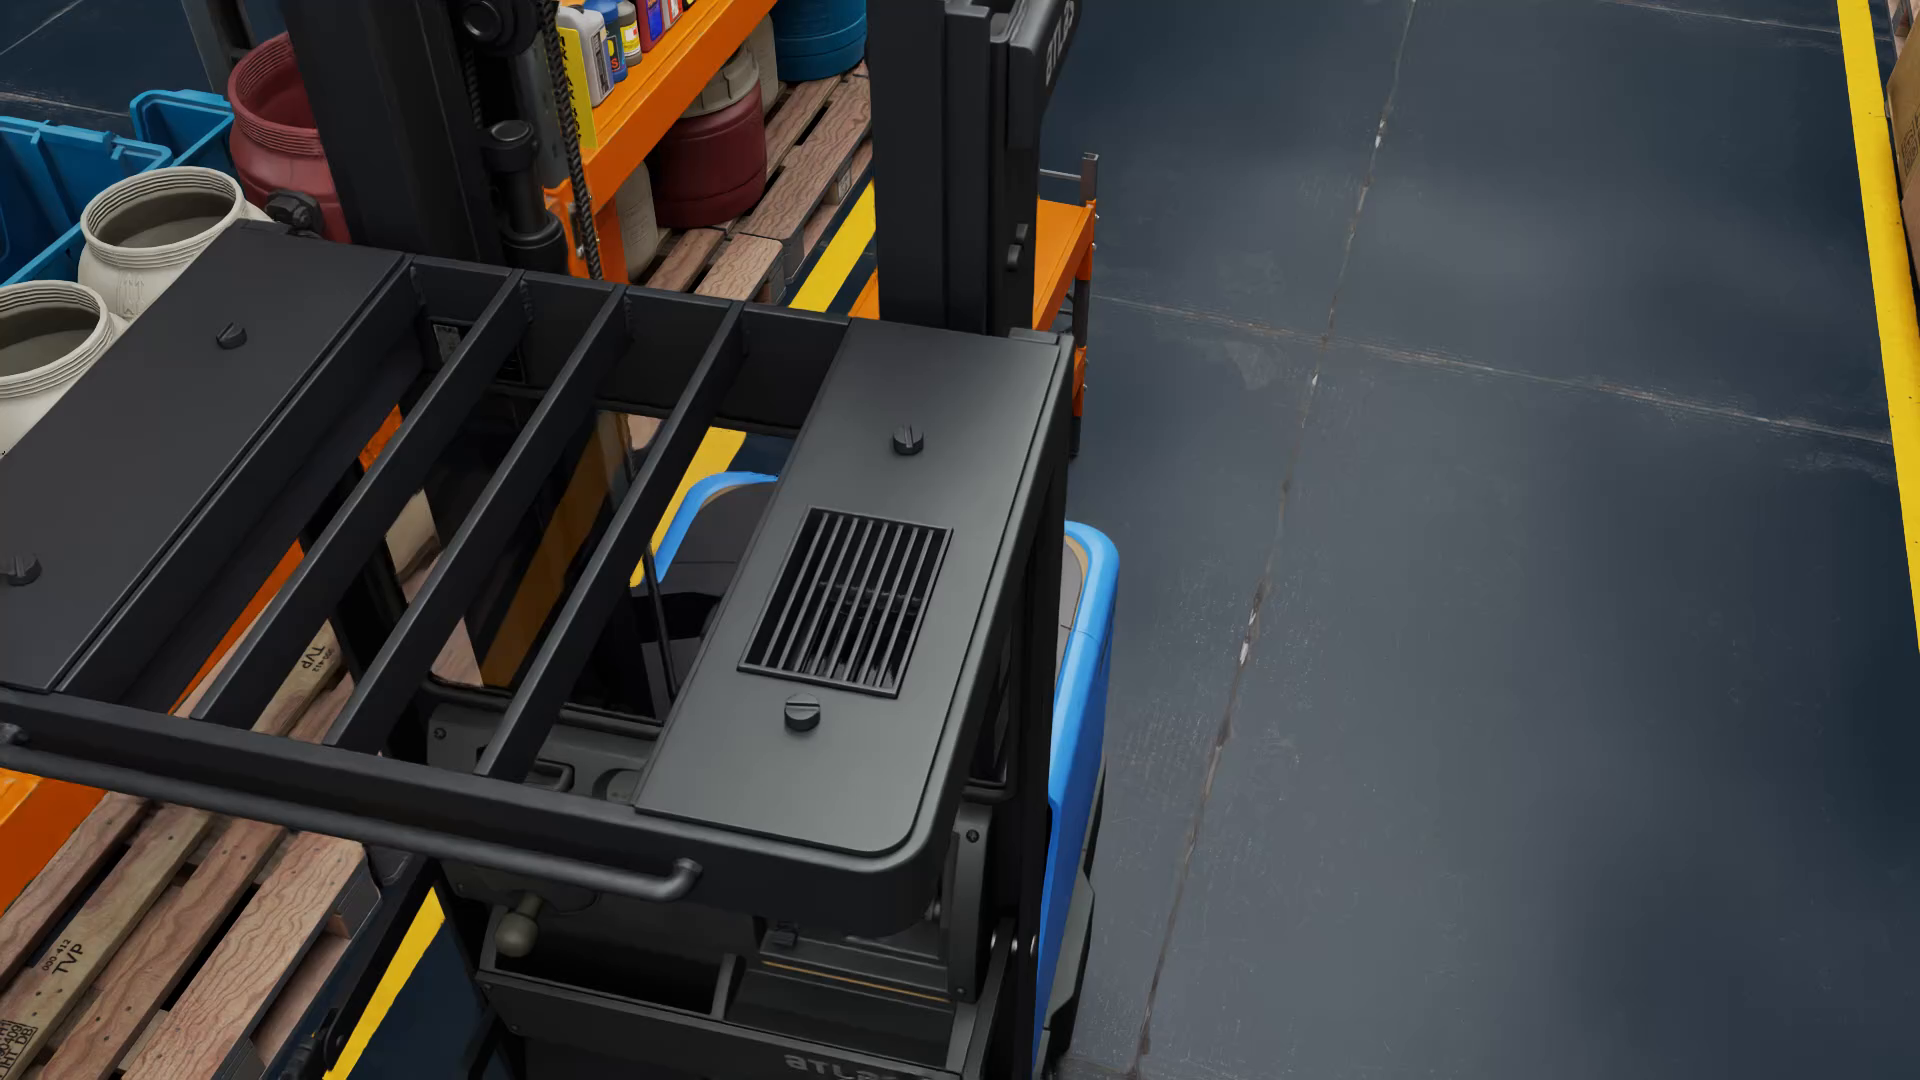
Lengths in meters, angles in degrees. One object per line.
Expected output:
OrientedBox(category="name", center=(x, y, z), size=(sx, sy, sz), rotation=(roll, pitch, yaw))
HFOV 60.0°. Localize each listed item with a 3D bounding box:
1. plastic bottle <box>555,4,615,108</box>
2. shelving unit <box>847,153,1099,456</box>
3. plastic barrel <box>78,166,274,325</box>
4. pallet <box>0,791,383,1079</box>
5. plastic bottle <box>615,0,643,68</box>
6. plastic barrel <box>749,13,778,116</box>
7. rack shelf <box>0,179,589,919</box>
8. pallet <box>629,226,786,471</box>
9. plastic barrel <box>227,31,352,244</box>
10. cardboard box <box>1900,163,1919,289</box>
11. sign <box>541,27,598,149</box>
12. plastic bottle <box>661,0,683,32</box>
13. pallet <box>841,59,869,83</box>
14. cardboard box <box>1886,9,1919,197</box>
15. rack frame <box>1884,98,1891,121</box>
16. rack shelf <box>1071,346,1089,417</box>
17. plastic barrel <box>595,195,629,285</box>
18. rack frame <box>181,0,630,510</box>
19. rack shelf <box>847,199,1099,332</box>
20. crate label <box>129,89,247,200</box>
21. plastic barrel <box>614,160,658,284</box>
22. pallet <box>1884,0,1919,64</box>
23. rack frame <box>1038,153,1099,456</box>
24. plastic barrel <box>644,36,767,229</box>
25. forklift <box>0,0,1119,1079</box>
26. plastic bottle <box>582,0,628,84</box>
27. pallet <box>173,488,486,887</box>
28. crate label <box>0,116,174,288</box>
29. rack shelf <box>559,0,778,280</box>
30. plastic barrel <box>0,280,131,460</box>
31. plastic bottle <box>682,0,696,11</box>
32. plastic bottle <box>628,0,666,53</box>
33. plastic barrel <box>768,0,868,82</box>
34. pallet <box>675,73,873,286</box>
OrientedBox(category="plastic bottle", center=(-1.058, -1.352, 4.576), size=(0.152, 0.276, 0.135), rotation=(13, 46, 13))
OrientedBox(category="shelving unit", center=(0.002, -0.407, 4.861), size=(0.538, 1.125, 1.048), rotation=(13, 46, 13))
OrientedBox(category="plastic barrel", center=(-1.605, -0.486, 3.522), size=(0.421, 0.512, 0.421), rotation=(0, 44, 0))
OrientedBox(category="pallet", center=(-2.140, 1.138, 3.936), size=(1.003, 0.211, 1.213), rotation=(13, 46, 13))
OrientedBox(category="plastic bottle", center=(-0.967, -1.462, 4.742), size=(0.097, 0.201, 0.097), rotation=(0, 44, 0))
OrientedBox(category="plastic barrel", center=(-0.937, -1.916, 6.541), size=(0.421, 0.512, 0.421), rotation=(0, 44, 0))
OrientedBox(category="rack shelf", center=(-2.102, 0.413, 3.197), size=(1.077, 0.370, 4.000), rotation=(13, 46, 13))
OrientedBox(category="pallet", center=(-1.298, -0.715, 5.829), size=(1.003, 0.211, 1.213), rotation=(13, 46, 13))
OrientedBox(category="plastic barrel", center=(-1.348, -0.852, 3.879), size=(0.600, 0.536, 0.708), rotation=(13, 46, 13))
OrientedBox(category="cardboard box", center=(3.991, -1.158, 5.508), size=(1.225, 0.875, 0.875), rotation=(11, 45, 11))
OrientedBox(category="sign", center=(-0.970, -1.123, 4.137), size=(0.100, 0.325, 0.005), rotation=(13, 46, 13))
OrientedBox(category="plastic bottle", center=(-0.917, -1.661, 4.891), size=(0.152, 0.276, 0.135), rotation=(13, 46, 13))
OrientedBox(category="pallet", center=(-0.559, -2.341, 7.491), size=(1.003, 0.211, 1.213), rotation=(13, 46, 13))
OrientedBox(category="cardboard box", center=(4.260, -1.754, 6.117), size=(1.225, 0.875, 0.875), rotation=(13, 46, 13))
OrientedBox(category="rack frame", center=(4.435, -2.794, 5.961), size=(1.000, 3.000, 0.127), rotation=(13, 46, 13))
OrientedBox(category="rack shelf", center=(0.002, -0.232, 5.032), size=(0.538, 0.278, 1.000), rotation=(13, 46, 13))
OrientedBox(category="plastic barrel", center=(-1.365, -0.881, 5.257), size=(0.600, 0.830, 0.708), rotation=(13, 46, 13))
OrientedBox(category="rack frame", center=(-1.497, -1.177, 4.308), size=(1.000, 3.000, 0.127), rotation=(13, 46, 13))
OrientedBox(category="rack shelf", center=(0.002, -0.616, 4.656), size=(0.538, 0.278, 1.000), rotation=(13, 46, 13))
OrientedBox(category="crate label", center=(-1.981, -0.916, 4.161), size=(0.303, 0.233, 0.416), rotation=(13, 46, 13))
OrientedBox(category="plastic barrel", center=(-1.279, -1.163, 5.772), size=(0.421, 0.512, 0.421), rotation=(0, 44, 0))
OrientedBox(category="pallet", center=(4.740, -2.288, 7.437), size=(1.003, 0.211, 1.213), rotation=(13, 46, 13))
OrientedBox(category="rack frame", center=(0.156, -0.745, 5.207), size=(0.500, 1.125, 0.032), rotation=(13, 46, 13))
OrientedBox(category="plastic barrel", center=(-1.023, -1.548, 6.111), size=(0.600, 0.588, 0.708), rotation=(13, 46, 13))
OrientedBox(category="forklift", center=(-0.461, 0.619, 2.522), size=(1.130, 2.935, 3.031), rotation=(9, 45, 9))
OrientedBox(category="plastic bottle", center=(-0.996, -1.422, 4.651), size=(0.097, 0.271, 0.097), rotation=(0, 44, 0))
OrientedBox(category="pallet", center=(-1.768, 0.328, 4.764), size=(1.003, 0.211, 1.213), rotation=(13, 46, 13))
OrientedBox(category="crate label", center=(-2.055, -0.585, 3.677), size=(0.502, 0.435, 0.616), rotation=(13, 46, 13))
OrientedBox(category="rack shelf", center=(-0.891, -2.253, 5.922), size=(1.077, 0.370, 4.000), rotation=(13, 46, 13))
OrientedBox(category="plastic barrel", center=(-1.732, -0.205, 3.235), size=(0.421, 0.512, 0.421), rotation=(0, 44, 0))
OrientedBox(category="plastic bottle", center=(-0.833, -1.743, 4.970), size=(0.061, 0.283, 0.133), rotation=(13, 46, 13))
OrientedBox(category="plastic bottle", center=(-0.915, -1.565, 4.788), size=(0.061, 0.283, 0.133), rotation=(13, 46, 13))
OrientedBox(category="plastic barrel", center=(-0.681, -2.412, 6.770), size=(0.600, 0.901, 0.708), rotation=(13, 46, 13))
OrientedBox(category="pallet", center=(-0.926, -1.525, 6.658), size=(1.003, 0.211, 1.213), rotation=(13, 46, 13))
